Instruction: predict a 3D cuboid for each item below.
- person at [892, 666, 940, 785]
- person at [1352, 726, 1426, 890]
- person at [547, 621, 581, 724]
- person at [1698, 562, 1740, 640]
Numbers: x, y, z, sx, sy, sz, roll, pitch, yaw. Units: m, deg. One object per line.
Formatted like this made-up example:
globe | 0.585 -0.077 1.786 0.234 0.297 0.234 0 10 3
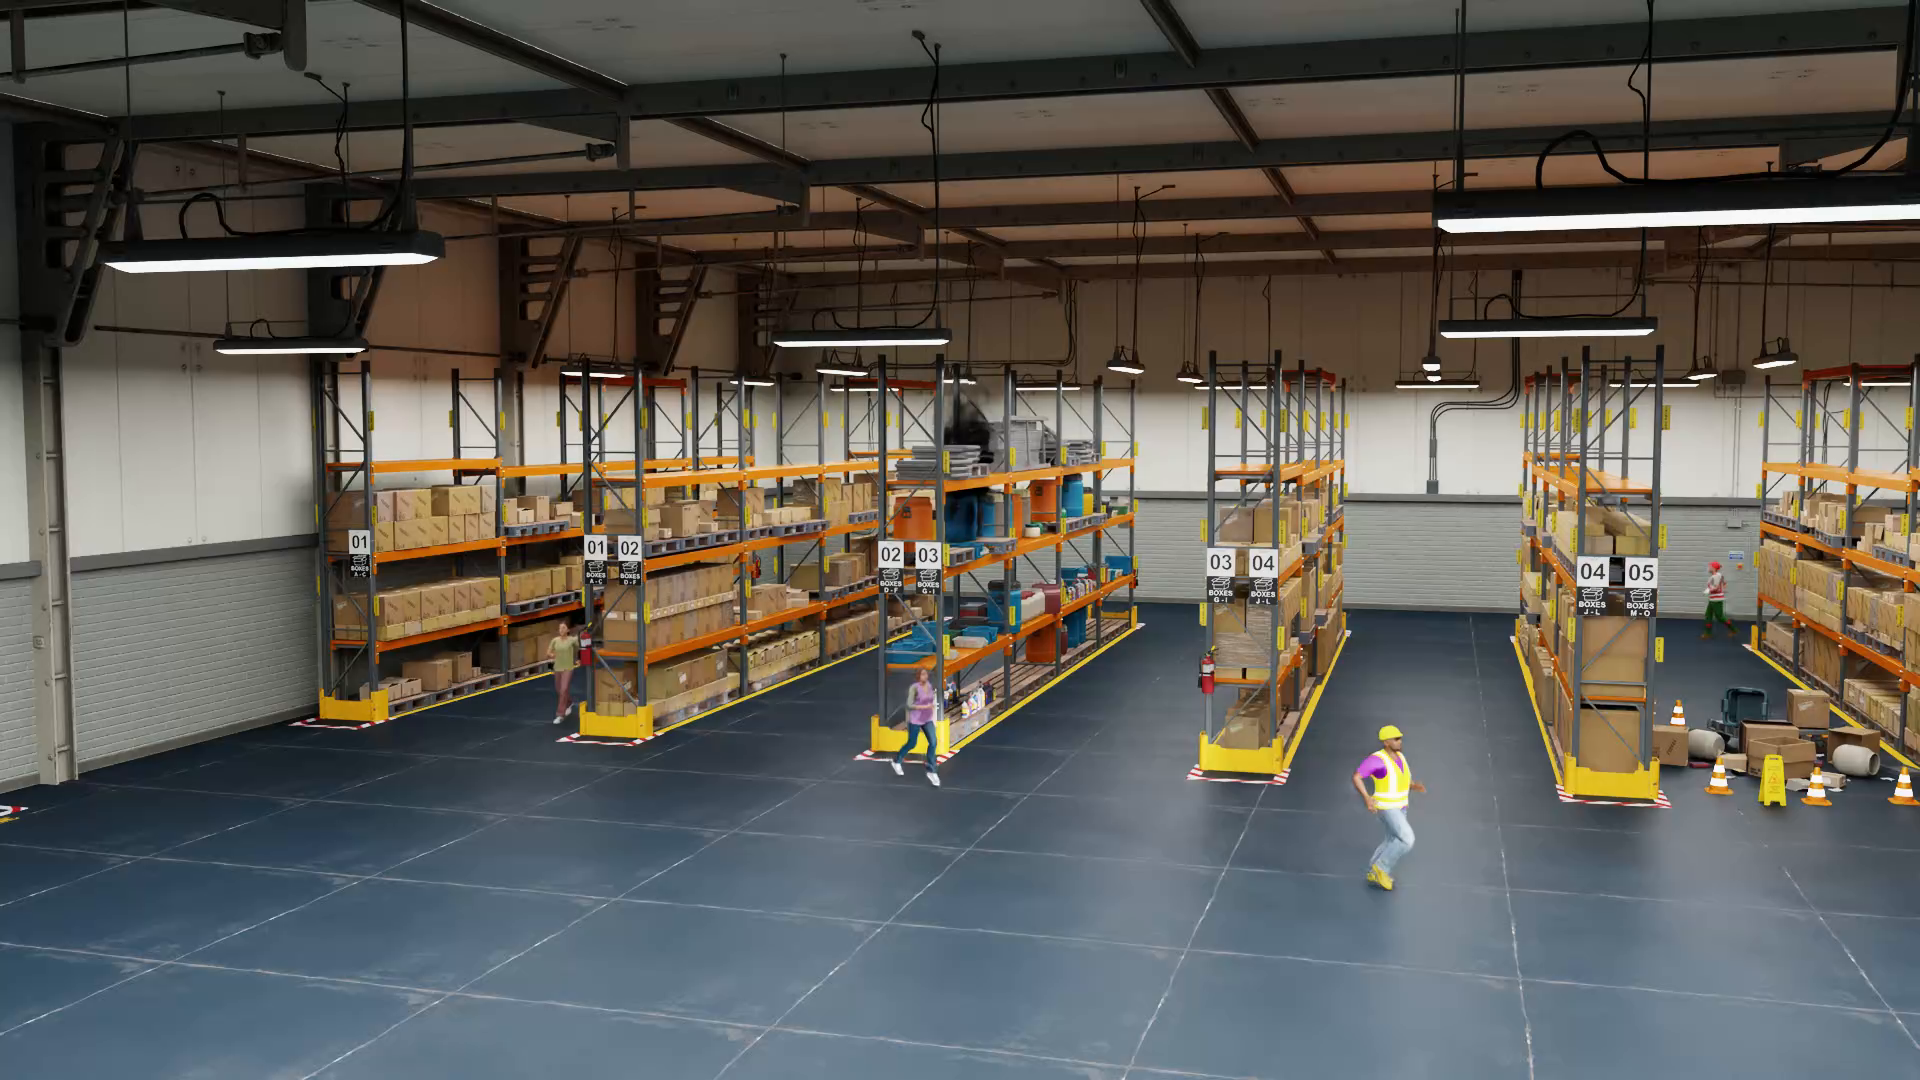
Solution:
person | -0.579 2.552 23.122 0.550 1.628 0.850 -3 5 -40
person | 4.630 2.853 17.738 0.667 1.739 0.686 4 6 43
person | -6.577 2.167 27.645 0.585 1.654 0.964 1 4 10
person | 17.285 1.403 37.838 0.870 1.815 0.660 2 4 24
